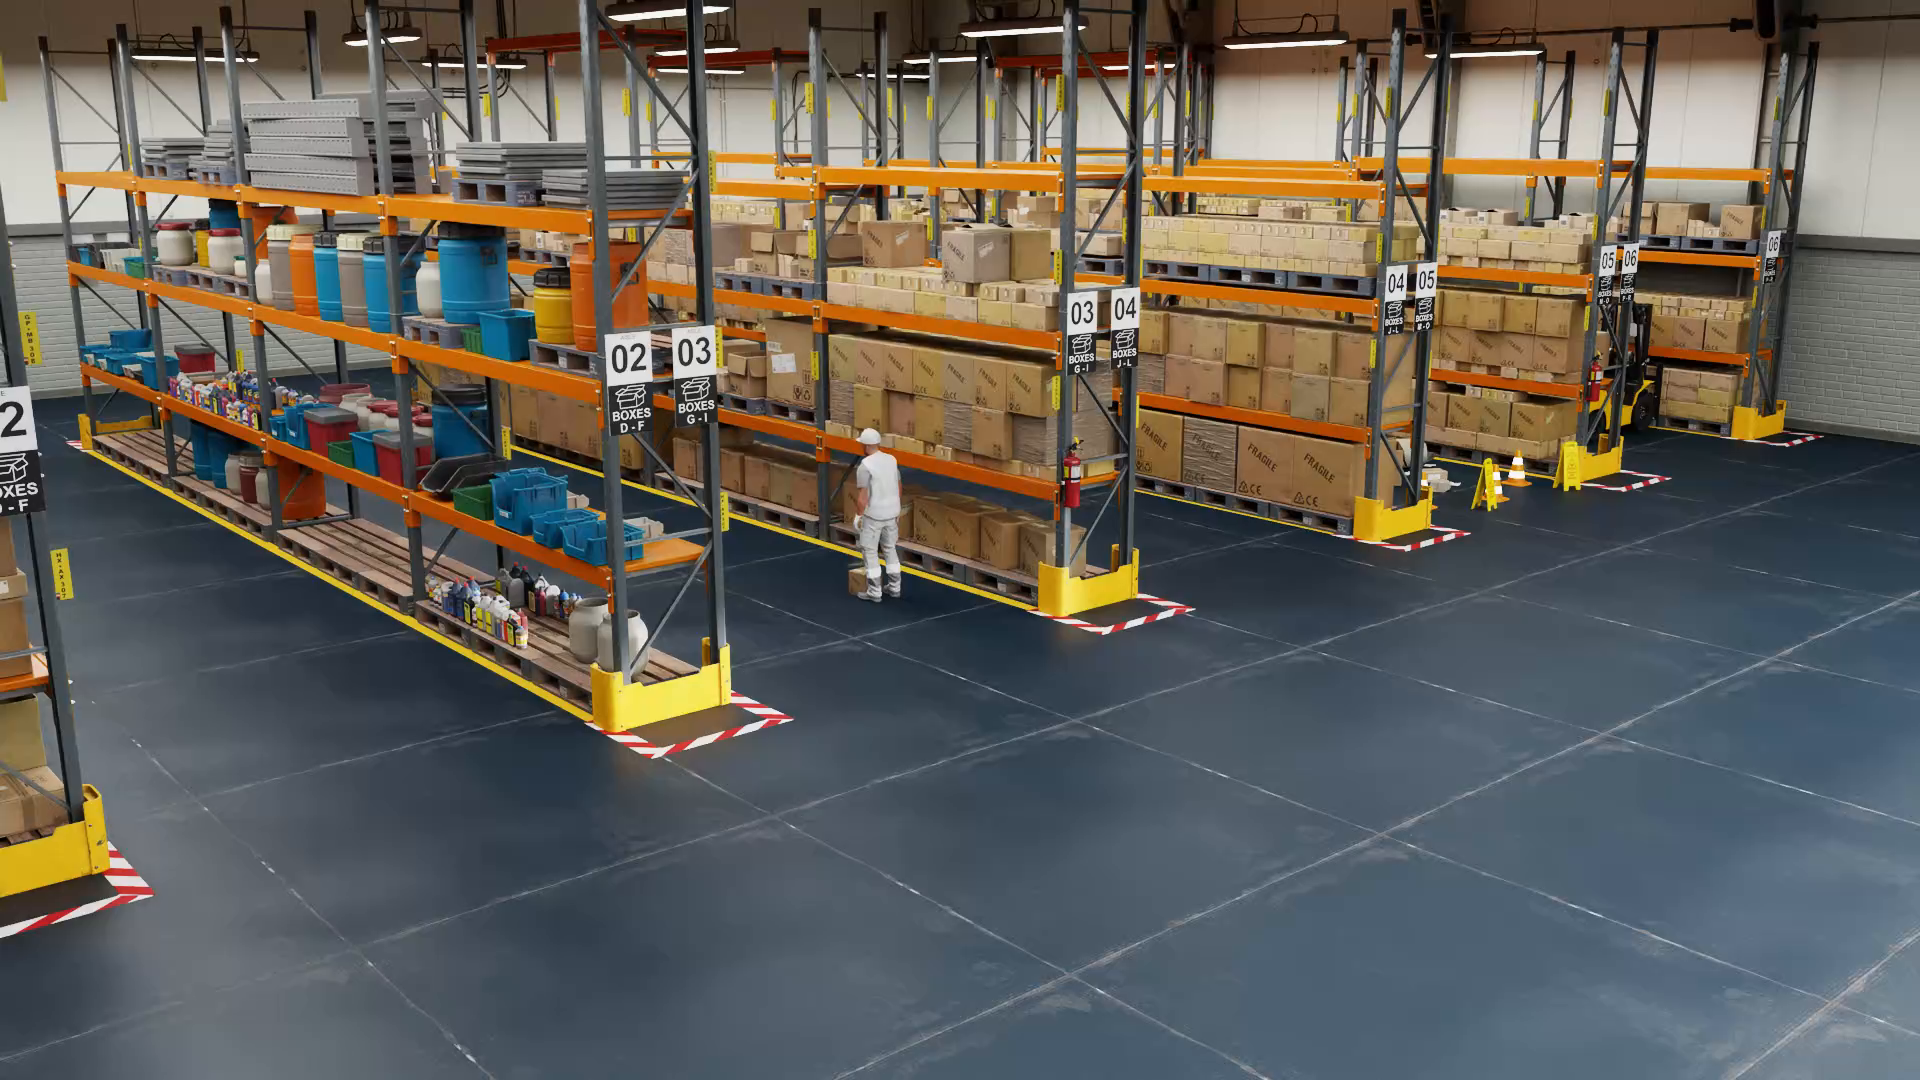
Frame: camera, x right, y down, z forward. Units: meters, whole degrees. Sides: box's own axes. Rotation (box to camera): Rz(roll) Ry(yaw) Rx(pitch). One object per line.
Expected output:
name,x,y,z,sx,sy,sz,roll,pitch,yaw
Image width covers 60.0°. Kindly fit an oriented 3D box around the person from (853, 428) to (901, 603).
person,-0.850,-0.258,17.011,0.617,1.778,0.453,-13,19,-43
